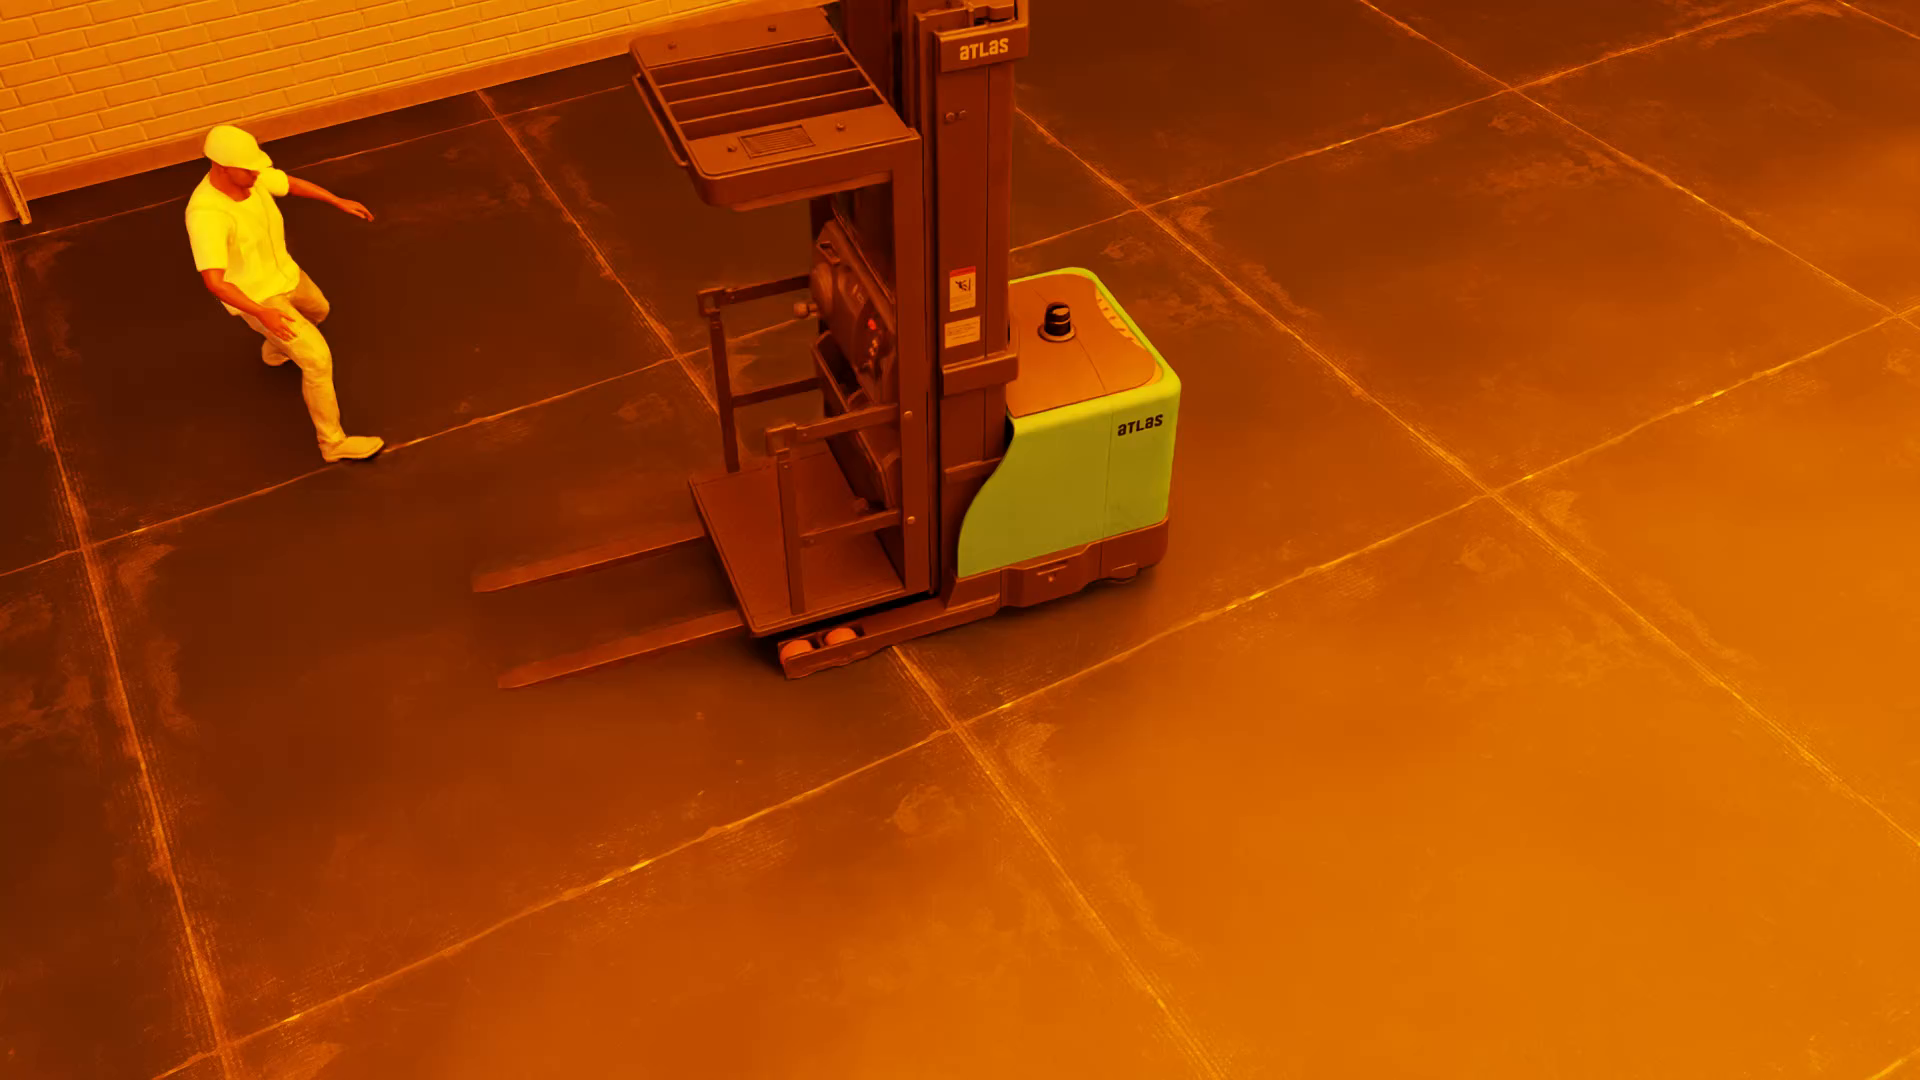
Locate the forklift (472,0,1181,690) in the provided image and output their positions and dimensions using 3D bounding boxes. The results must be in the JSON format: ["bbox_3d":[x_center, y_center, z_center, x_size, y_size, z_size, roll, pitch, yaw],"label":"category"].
[{"bbox_3d":[-0.619,-0.888,6.655,3.031,2.935,1.130,-15,45,-16],"label":"forklift"}]

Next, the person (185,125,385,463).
[{"bbox_3d":[-3.281,-1.299,8.118,0.929,1.614,1.028,5,43,5],"label":"person"}]
